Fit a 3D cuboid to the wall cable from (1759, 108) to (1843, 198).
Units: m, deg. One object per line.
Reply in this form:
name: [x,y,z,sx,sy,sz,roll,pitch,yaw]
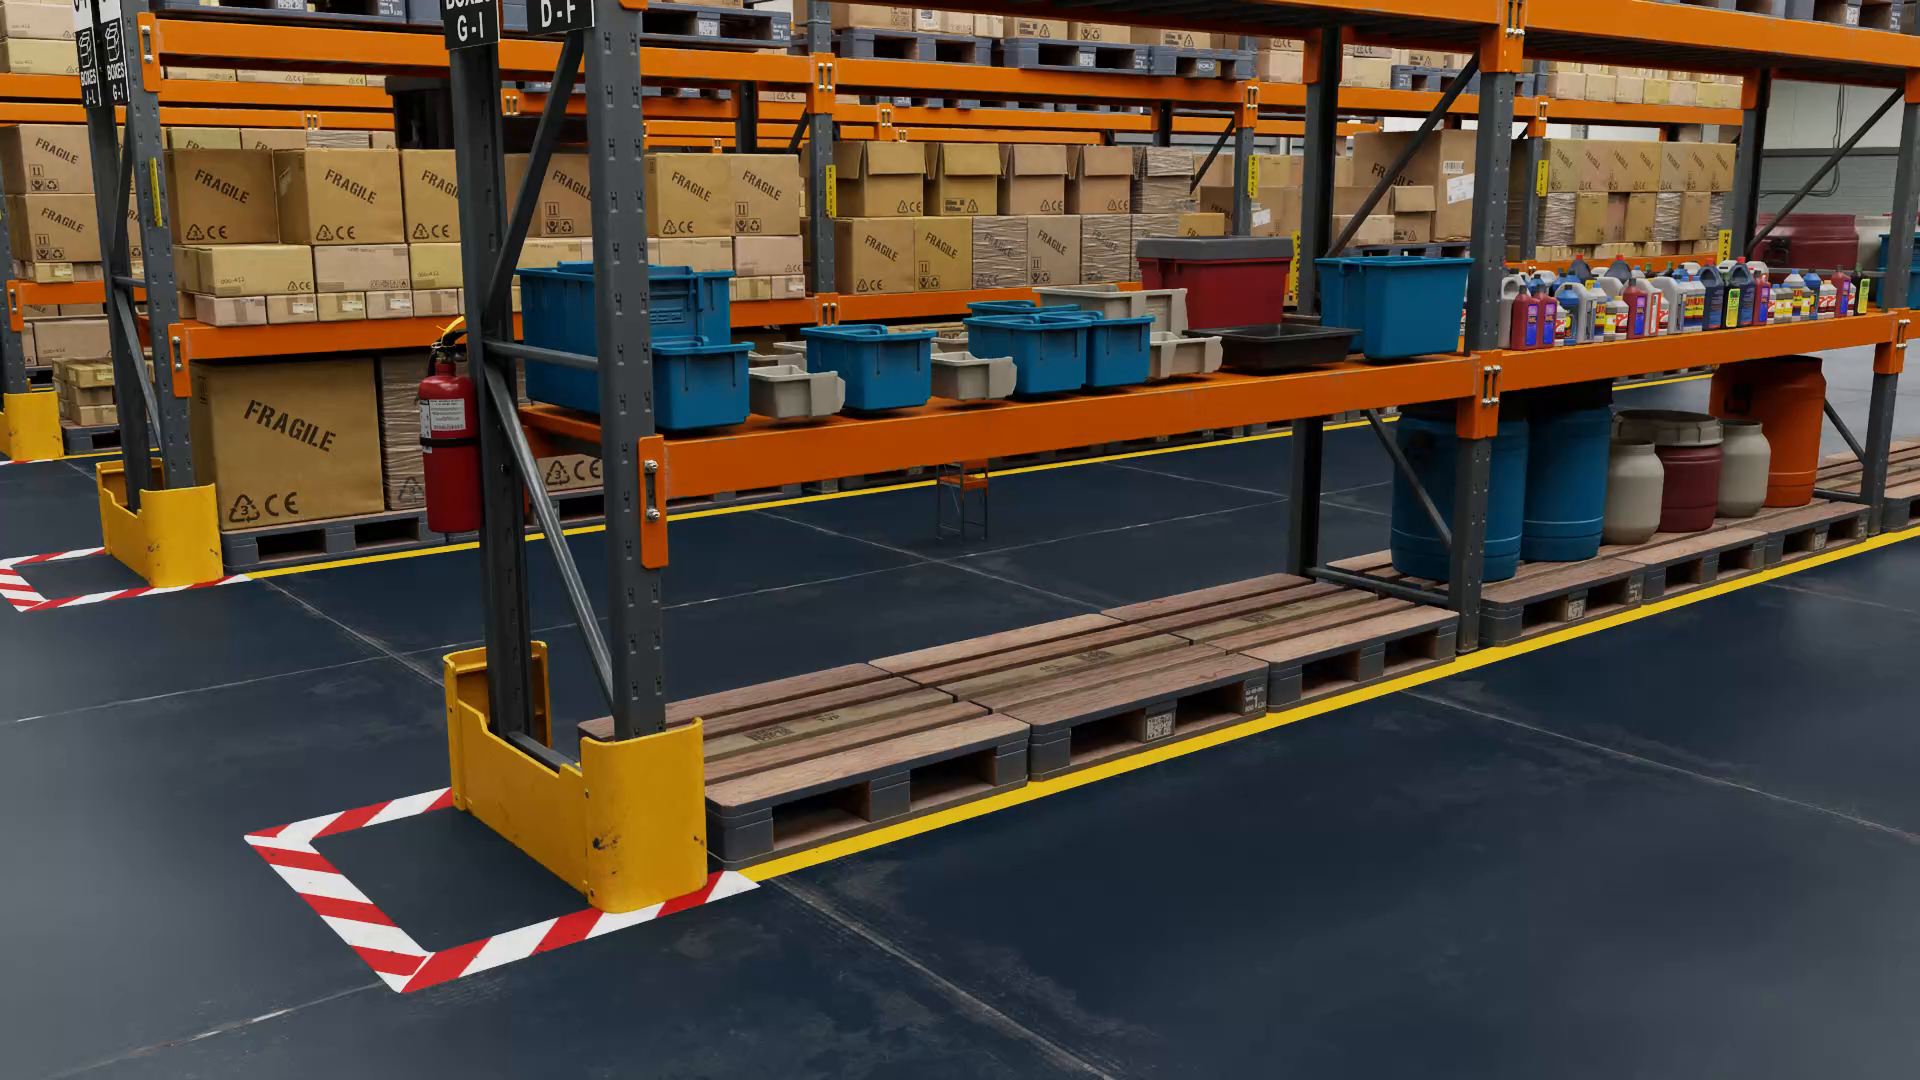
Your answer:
wall cable: [24.349,-11.356,48.919,0.112,2.526,3.097,-9,15,-38]

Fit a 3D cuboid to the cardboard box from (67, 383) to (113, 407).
cardboard box: [-6.746,-1.136,12.894,0.250,0.149,0.380,-9,15,-35]

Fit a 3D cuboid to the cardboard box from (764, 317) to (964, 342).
cardboard box: [-0.685,-1.107,11.726,0.875,0.875,1.225,-9,15,-37]

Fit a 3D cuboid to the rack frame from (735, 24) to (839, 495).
rack frame: [-1.172,-1.855,11.143,0.127,3.000,1.000,-9,15,-38]

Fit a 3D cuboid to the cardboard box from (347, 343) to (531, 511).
cardboard box: [-3.135,-0.716,9.884,0.875,0.875,0.875,-9,15,-38]

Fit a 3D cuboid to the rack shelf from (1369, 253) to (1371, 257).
rack shelf: [3.617,-3.618,21.179,4.000,0.370,1.077,-9,15,-38]

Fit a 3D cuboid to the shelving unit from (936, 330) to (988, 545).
shelving unit: [0.011,-0.589,9.513,0.189,1.200,0.258,-9,15,-38]

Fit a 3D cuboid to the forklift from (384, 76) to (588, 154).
forklift: [-3.371,-2.132,12.615,3.031,2.935,1.130,-10,16,-40]

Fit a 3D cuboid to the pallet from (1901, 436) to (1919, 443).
pallet: [7.580,-0.617,12.028,1.213,0.211,1.003,-9,15,-38]

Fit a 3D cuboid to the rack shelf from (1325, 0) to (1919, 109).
rack shelf: [3.484,-2.426,8.345,4.000,0.370,1.077,-9,15,-38]

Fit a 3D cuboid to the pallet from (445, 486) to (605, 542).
pallet: [-2.768,-0.246,10.278,1.213,0.211,1.003,-9,15,-38]

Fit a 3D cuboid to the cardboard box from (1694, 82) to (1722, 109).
cardboard box: [7.592,-4.637,17.384,0.500,0.250,0.500,-9,15,-37]

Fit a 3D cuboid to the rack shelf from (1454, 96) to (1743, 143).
rack shelf: [6.636,-4.268,17.017,4.000,0.370,1.077,-9,15,-38]

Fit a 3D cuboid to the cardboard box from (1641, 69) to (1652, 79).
cardboard box: [6.695,-4.688,16.666,0.250,0.149,0.380,-9,15,-36]

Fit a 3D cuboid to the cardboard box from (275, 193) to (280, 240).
cardboard box: [-5.606,-2.564,13.523,0.500,0.500,0.500,-10,16,-39]

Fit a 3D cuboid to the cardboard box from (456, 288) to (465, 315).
cardboard box: [-2.810,-1.373,9.477,0.250,0.149,0.380,-10,15,-38]

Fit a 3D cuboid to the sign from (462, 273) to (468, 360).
sign: [-1.558,-0.699,5.308,0.005,0.325,0.100,-9,15,-38]

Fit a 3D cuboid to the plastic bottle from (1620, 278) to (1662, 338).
plastic bottle: [3.244,-1.109,7.930,0.135,0.276,0.152,-9,15,-38]

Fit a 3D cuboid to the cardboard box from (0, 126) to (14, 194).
cardboard box: [-7.113,-2.937,12.873,0.500,0.500,0.500,-10,15,-39]

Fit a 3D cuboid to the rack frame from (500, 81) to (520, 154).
rack frame: [-4.192,-2.672,14.993,0.127,3.000,1.000,-9,15,-38]

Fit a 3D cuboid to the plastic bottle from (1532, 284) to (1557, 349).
plastic bottle: [2.579,-0.990,7.351,0.133,0.283,0.061,-9,15,-38]

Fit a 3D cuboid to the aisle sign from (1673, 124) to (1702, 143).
aisle sign: [8.059,-4.740,18.473,0.004,0.787,0.394,-9,15,-38]

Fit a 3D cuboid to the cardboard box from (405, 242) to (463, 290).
cardboard box: [-2.956,-1.560,9.397,0.500,0.250,0.500,-10,16,-40]

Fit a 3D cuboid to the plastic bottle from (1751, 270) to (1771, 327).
plastic bottle: [4.103,-1.244,8.544,0.133,0.283,0.061,-9,15,-38]

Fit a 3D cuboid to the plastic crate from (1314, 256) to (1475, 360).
plastic crate: [1.770,-0.957,6.809,0.575,0.384,0.392,-9,15,-38]

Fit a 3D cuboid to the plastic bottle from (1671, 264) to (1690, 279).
plastic bottle: [4.074,-1.423,9.420,0.097,0.271,0.097,0,12,0]

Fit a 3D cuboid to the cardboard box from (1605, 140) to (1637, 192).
cardboard box: [6.365,-3.724,16.579,0.500,0.500,0.500,-9,15,-38]

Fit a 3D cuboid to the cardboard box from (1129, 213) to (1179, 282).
cardboard box: [1.328,-2.255,12.786,0.500,0.500,0.500,-10,15,-38]

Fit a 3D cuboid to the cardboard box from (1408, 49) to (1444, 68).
cardboard box: [3.910,-4.449,14.877,0.637,0.503,0.797,-9,15,-35]

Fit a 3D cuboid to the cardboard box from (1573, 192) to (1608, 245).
cardboard box: [5.877,-3.195,16.496,0.500,0.500,0.875,-9,15,-38]

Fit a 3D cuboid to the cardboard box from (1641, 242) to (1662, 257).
cardboard box: [6.999,-3.007,17.173,0.250,0.149,0.380,-9,15,-38]

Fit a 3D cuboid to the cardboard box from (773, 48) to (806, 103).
cardboard box: [-1.738,-4.525,16.257,0.500,0.500,0.500,-9,15,-38]

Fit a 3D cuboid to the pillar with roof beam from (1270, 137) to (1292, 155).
pillar with roof beam: [9.856,-9.673,33.519,0.548,9.000,9.100,-9,15,-38]

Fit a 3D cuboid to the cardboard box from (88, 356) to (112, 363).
cardboard box: [-6.828,-1.388,13.366,0.250,0.149,0.380,-9,15,-37]

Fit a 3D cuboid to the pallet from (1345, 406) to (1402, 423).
pallet: [3.514,-1.269,15.094,1.213,0.211,1.003,-9,15,-38]

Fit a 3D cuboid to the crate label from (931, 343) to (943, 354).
crate label: [-0.240,-0.643,5.928,0.243,0.136,0.396,-9,15,-38]

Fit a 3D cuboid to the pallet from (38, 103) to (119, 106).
pallet: [-8.961,-4.624,17.176,1.213,0.211,1.003,-9,15,-38]

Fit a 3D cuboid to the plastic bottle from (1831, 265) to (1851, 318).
plastic bottle: [4.816,-1.362,9.102,0.133,0.283,0.061,-9,15,-38]

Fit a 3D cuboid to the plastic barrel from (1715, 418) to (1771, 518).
plastic barrel: [4.289,-0.405,9.293,0.421,0.512,0.421,0,12,0]

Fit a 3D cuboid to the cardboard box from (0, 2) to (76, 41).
cardboard box: [-6.803,-3.808,12.277,0.500,0.250,0.500,-9,15,-37]

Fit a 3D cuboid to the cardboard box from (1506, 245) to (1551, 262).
cardboard box: [5.430,-2.749,15.959,0.250,0.149,0.380,-9,15,-38]

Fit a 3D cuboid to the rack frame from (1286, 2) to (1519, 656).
rack frame: [1.922,-1.052,7.359,0.127,3.000,1.000,-9,15,-38]

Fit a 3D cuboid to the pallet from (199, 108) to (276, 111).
pallet: [-9.914,-5.715,22.554,1.003,0.211,1.213,-9,15,-38]

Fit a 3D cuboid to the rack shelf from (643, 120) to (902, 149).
rack shelf: [-2.678,-5.356,22.142,4.000,0.370,1.077,-9,15,-38]

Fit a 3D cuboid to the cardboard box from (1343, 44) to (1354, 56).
cardboard box: [2.877,-4.219,13.611,0.500,0.500,0.500,-9,15,-37]

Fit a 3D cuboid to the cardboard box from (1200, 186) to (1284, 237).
cardboard box: [2.348,-2.705,13.893,0.500,0.500,0.500,11,16,43]

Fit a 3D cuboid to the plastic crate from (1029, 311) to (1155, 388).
plastic crate: [0.459,-0.668,5.814,0.300,0.233,0.416,-9,15,-38]

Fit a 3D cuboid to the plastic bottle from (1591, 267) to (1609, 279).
plastic bottle: [3.422,-1.326,8.952,0.135,0.276,0.152,-9,15,-38]

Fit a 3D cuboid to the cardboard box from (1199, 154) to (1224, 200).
cardboard box: [2.721,-4.445,20.378,0.550,0.550,0.875,-9,15,-38]

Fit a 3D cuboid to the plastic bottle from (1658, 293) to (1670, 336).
plastic bottle: [3.352,-1.083,7.988,0.097,0.201,0.097,0,12,0]

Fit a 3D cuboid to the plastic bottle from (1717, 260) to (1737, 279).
plastic bottle: [4.505,-1.506,9.799,0.135,0.276,0.152,-9,15,-38]

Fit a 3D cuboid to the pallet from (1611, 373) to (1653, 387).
pallet: [6.530,-1.781,17.508,1.213,0.211,1.003,-9,15,-38]
